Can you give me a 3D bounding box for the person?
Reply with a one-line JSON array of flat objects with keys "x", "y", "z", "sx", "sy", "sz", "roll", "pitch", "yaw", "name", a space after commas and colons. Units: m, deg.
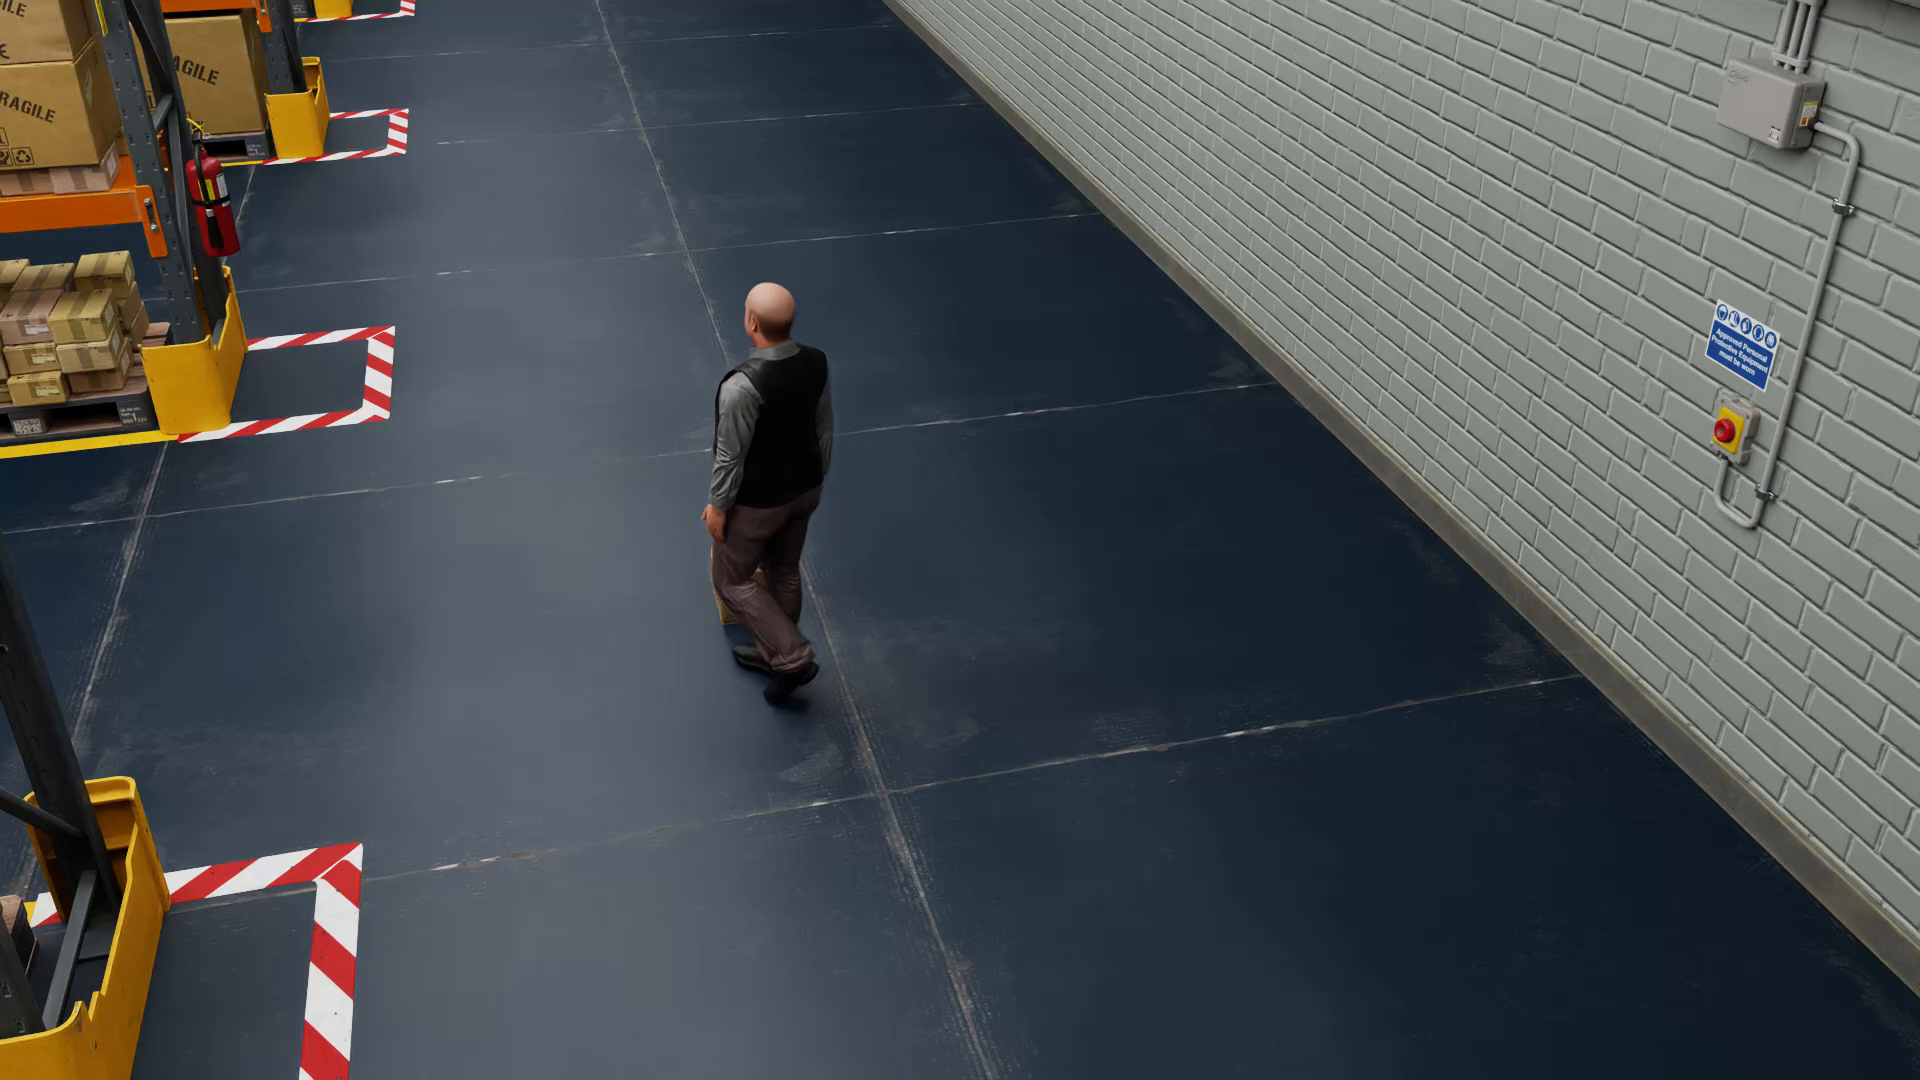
[{"x": -0.731, "y": -0.174, "z": 6.445, "sx": 0.562, "sy": 1.723, "sz": 0.571, "roll": 22, "pitch": 37, "yaw": 33, "name": "person"}]
